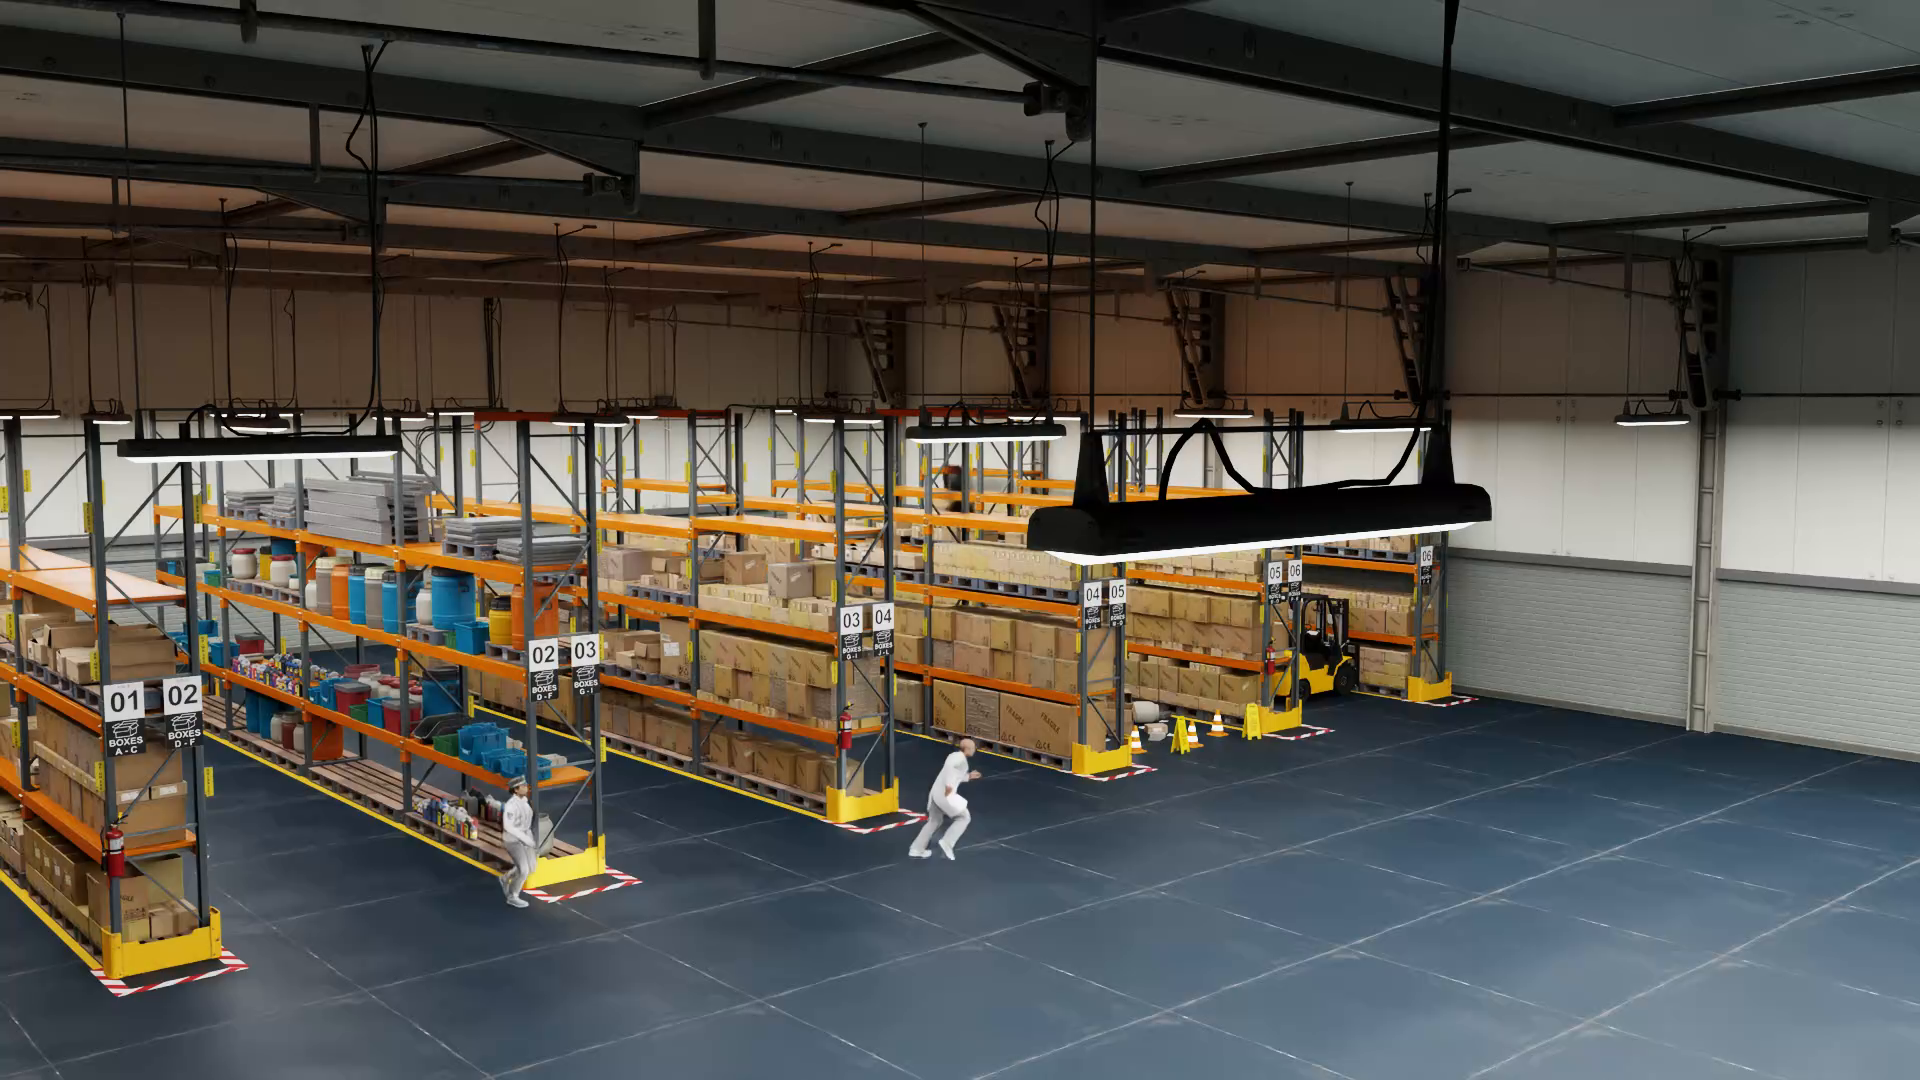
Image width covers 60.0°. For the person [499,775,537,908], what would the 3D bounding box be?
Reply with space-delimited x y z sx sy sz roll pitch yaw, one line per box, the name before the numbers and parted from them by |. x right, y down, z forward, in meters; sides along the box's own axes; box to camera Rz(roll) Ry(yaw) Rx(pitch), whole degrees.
person | -5.470 3.705 20.554 0.587 1.652 0.646 1 5 10

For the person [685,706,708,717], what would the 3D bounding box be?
person | -5.080 2.716 32.594 0.850 1.514 0.604 2 5 22

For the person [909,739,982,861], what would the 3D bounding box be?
person | -0.182 3.545 22.542 1.044 1.677 0.752 -1 5 -14
